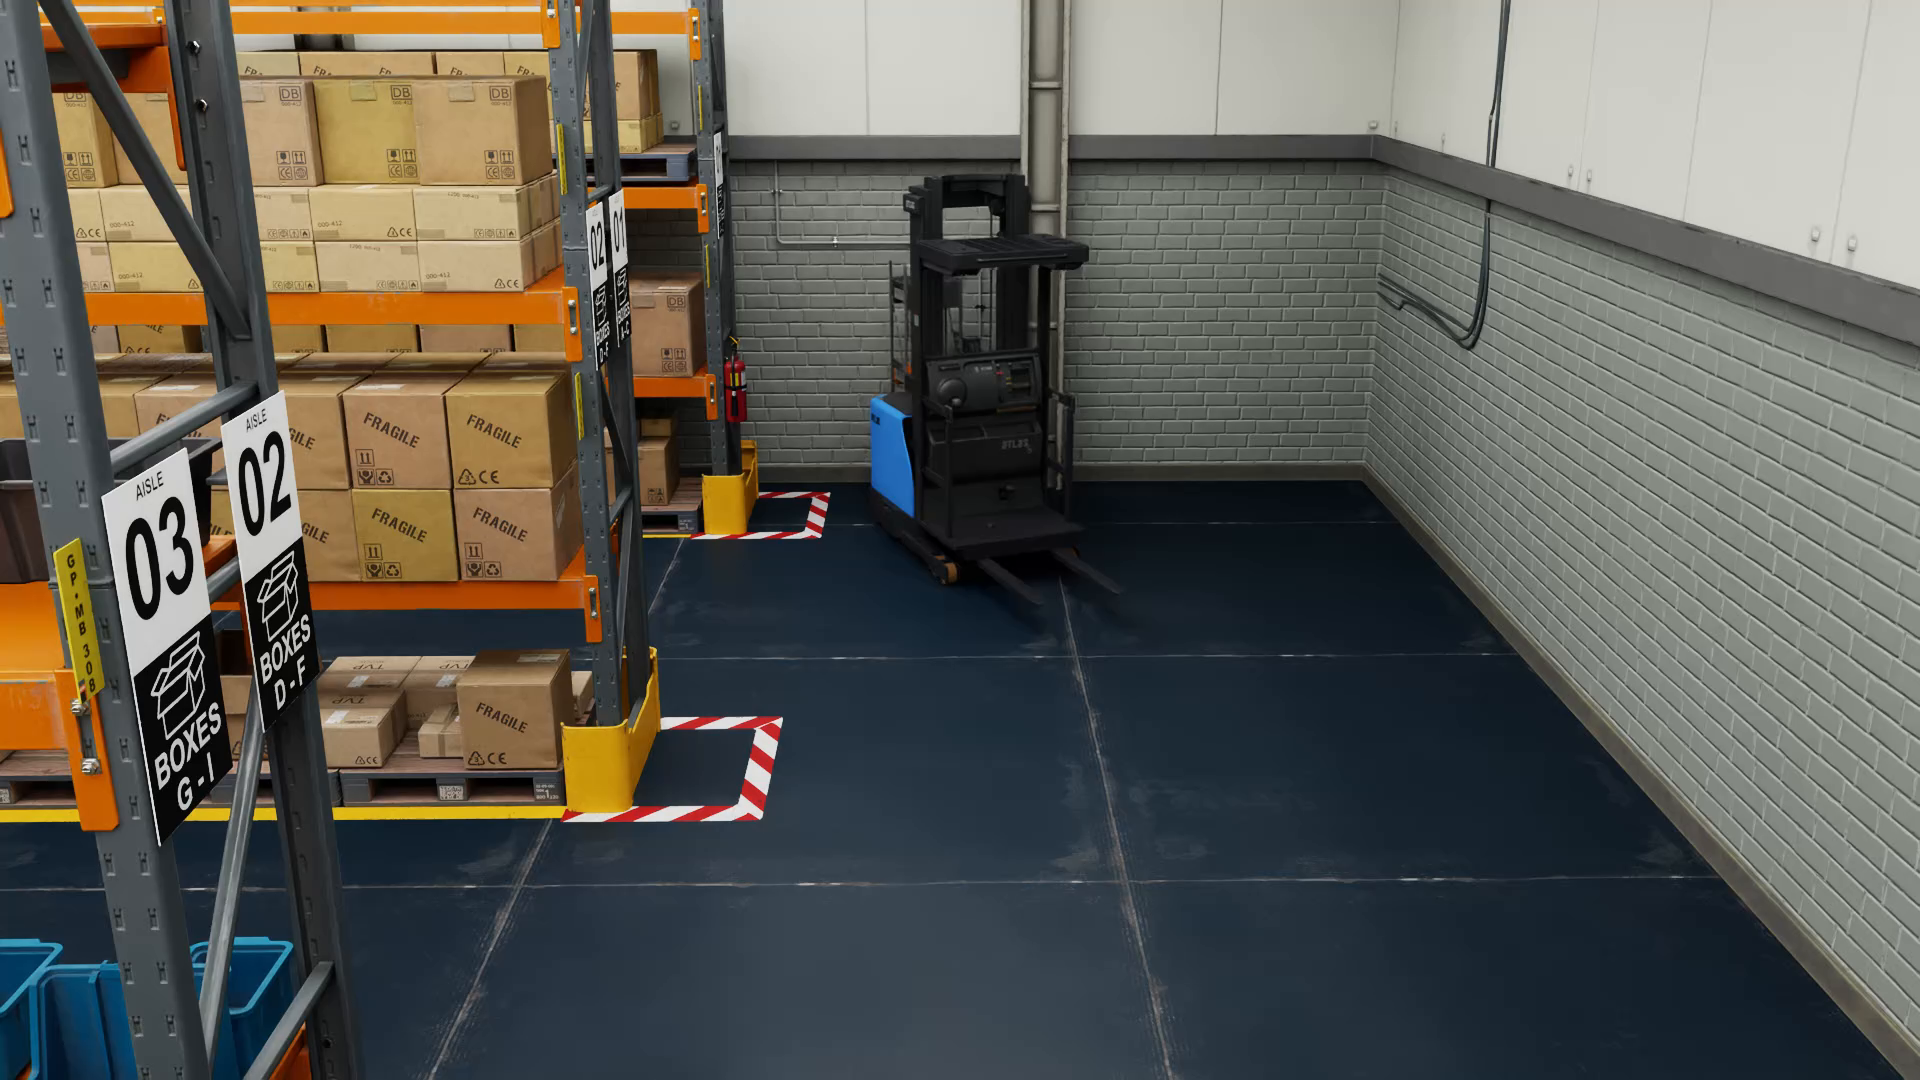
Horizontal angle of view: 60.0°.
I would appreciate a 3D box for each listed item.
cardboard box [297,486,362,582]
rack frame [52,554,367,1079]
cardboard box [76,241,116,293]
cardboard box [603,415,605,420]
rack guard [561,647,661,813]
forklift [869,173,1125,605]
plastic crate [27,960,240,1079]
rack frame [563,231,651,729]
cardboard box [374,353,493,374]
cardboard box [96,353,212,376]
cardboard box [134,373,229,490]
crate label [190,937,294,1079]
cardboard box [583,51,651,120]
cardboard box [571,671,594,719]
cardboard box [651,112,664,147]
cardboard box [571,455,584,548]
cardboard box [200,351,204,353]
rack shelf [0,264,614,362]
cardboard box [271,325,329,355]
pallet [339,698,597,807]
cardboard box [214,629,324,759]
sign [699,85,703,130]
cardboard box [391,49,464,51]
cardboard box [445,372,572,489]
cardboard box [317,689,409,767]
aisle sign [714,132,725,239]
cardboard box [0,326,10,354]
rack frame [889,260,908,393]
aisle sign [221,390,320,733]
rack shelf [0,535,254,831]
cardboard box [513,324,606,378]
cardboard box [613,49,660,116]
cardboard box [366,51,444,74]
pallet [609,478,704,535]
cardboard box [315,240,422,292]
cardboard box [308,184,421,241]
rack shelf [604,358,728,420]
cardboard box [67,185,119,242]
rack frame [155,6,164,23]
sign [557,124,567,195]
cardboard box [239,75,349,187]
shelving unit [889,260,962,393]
[{"bbox_3d":[-3.350,-0.094,8.767,0.500,0.500,0.500,0,18,0],"label":"cardboard box"},{"bbox_3d":[-1.814,1.376,4.346,0.127,3.000,1.000,0,18,-1],"label":"rack frame"},{"bbox_3d":[-4.398,-1.404,8.348,0.500,0.250,0.500,0,18,-1],"label":"cardboard box"},{"bbox_3d":[-3.054,-0.993,14.075,0.250,0.149,0.380,0,18,-1],"label":"cardboard box"},{"bbox_3d":[-1.965,1.054,9.443,0.348,0.500,1.175,0,18,-1],"label":"rack guard"},{"bbox_3d":[0.272,-1.206,12.509,1.130,2.935,3.031,-7,19,-21],"label":"forklift"},{"bbox_3d":[-2.146,1.390,4.149,0.499,0.435,0.616,0,18,-1],"label":"plastic crate"},{"bbox_3d":[-1.889,-0.136,9.062,0.127,3.000,1.000,0,18,-1],"label":"rack frame"},{"bbox_3d":[-2.859,-0.734,9.123,0.500,0.500,0.500,0,18,0],"label":"cardboard box"},{"bbox_3d":[-4.371,-0.728,9.106,0.500,0.500,0.500,0,18,0],"label":"cardboard box"},{"bbox_3d":[-3.866,-0.565,8.597,0.500,0.500,0.500,0,18,1],"label":"cardboard box"},{"bbox_3d":[-2.066,1.328,4.672,0.303,0.233,0.416,0,18,-1],"label":"crate label"},{"bbox_3d":[-2.698,-3.524,12.878,0.500,0.500,0.500,0,18,-1],"label":"cardboard box"},{"bbox_3d":[-2.313,0.909,9.751,0.250,0.149,0.380,0,18,-1],"label":"cardboard box"},{"bbox_3d":[-2.704,-3.325,13.486,0.500,0.250,0.500,1,18,2],"label":"cardboard box"},{"bbox_3d":[-2.336,-0.262,9.291,0.500,0.500,0.500,0,18,0],"label":"cardboard box"},{"bbox_3d":[-6.304,-1.432,13.479,0.250,0.149,0.380,0,18,0],"label":"cardboard box"},{"bbox_3d":[-3.888,-1.212,8.684,4.000,0.370,1.077,0,18,-1],"label":"rack shelf"},{"bbox_3d":[-5.427,-1.770,13.665,0.700,0.700,0.980,0,18,0],"label":"cardboard box"},{"bbox_3d":[-2.762,1.196,9.474,1.213,0.211,1.003,0,18,-1],"label":"pallet"},{"bbox_3d":[-4.010,0.851,9.349,0.637,0.503,0.797,0,18,-1],"label":"cardboard box"},{"bbox_3d":[-1.976,-3.296,12.680,0.005,0.325,0.100,0,18,-1],"label":"sign"},{"bbox_3d":[-4.236,-3.678,13.359,0.500,0.500,0.500,-1,18,-3],"label":"cardboard box"},{"bbox_3d":[-2.329,-0.574,8.626,0.500,0.500,0.500,0,18,-1],"label":"cardboard box"},{"bbox_3d":[-3.379,1.037,9.186,0.500,0.250,0.500,0,18,-1],"label":"cardboard box"},{"bbox_3d":[-1.894,-2.796,13.097,0.004,0.787,0.394,0,18,-1],"label":"aisle sign"},{"bbox_3d":[-7.440,-1.744,13.391,0.500,0.500,0.500,0,18,-1],"label":"cardboard box"},{"bbox_3d":[-0.514,-1.303,14.160,0.015,2.100,0.400,-7,18,-21],"label":"rack frame"},{"bbox_3d":[-1.747,0.048,4.233,0.004,0.787,0.394,0,18,-1],"label":"aisle sign"},{"bbox_3d":[-3.814,0.300,3.968,4.000,0.370,1.077,0,18,-1],"label":"rack shelf"},{"bbox_3d":[-3.208,-1.780,13.694,0.700,0.700,0.980,0,18,-1],"label":"cardboard box"},{"bbox_3d":[-2.704,-3.681,13.368,0.500,0.500,0.500,-1,18,-3],"label":"cardboard box"},{"bbox_3d":[-4.245,-3.518,12.859,0.500,0.500,0.500,0,18,-1],"label":"cardboard box"},{"bbox_3d":[-2.769,-0.294,14.118,1.213,0.211,1.003,0,18,-1],"label":"pallet"},{"bbox_3d":[-2.898,-1.411,8.371,0.500,0.250,0.500,0,18,-1],"label":"cardboard box"},{"bbox_3d":[-2.898,-1.648,8.292,0.500,0.250,0.500,0,18,-1],"label":"cardboard box"},{"bbox_3d":[-3.970,-1.297,13.858,4.000,0.370,1.077,0,18,-1],"label":"rack shelf"},{"bbox_3d":[-4.398,-1.640,8.267,0.500,0.250,0.500,0,18,-1],"label":"cardboard box"},{"bbox_3d":[-5.970,-4.487,12.802,0.127,3.000,1.000,0,18,-1],"label":"rack frame"},{"bbox_3d":[-1.900,-1.817,7.940,0.005,0.325,0.100,0,18,-1],"label":"sign"},{"bbox_3d":[-3.402,-2.069,8.376,0.500,0.500,0.700,0,18,-1],"label":"cardboard box"},{"bbox_3d":[-0.287,-1.330,14.246,0.503,2.100,0.431,-7,18,-21],"label":"shelving unit"}]
